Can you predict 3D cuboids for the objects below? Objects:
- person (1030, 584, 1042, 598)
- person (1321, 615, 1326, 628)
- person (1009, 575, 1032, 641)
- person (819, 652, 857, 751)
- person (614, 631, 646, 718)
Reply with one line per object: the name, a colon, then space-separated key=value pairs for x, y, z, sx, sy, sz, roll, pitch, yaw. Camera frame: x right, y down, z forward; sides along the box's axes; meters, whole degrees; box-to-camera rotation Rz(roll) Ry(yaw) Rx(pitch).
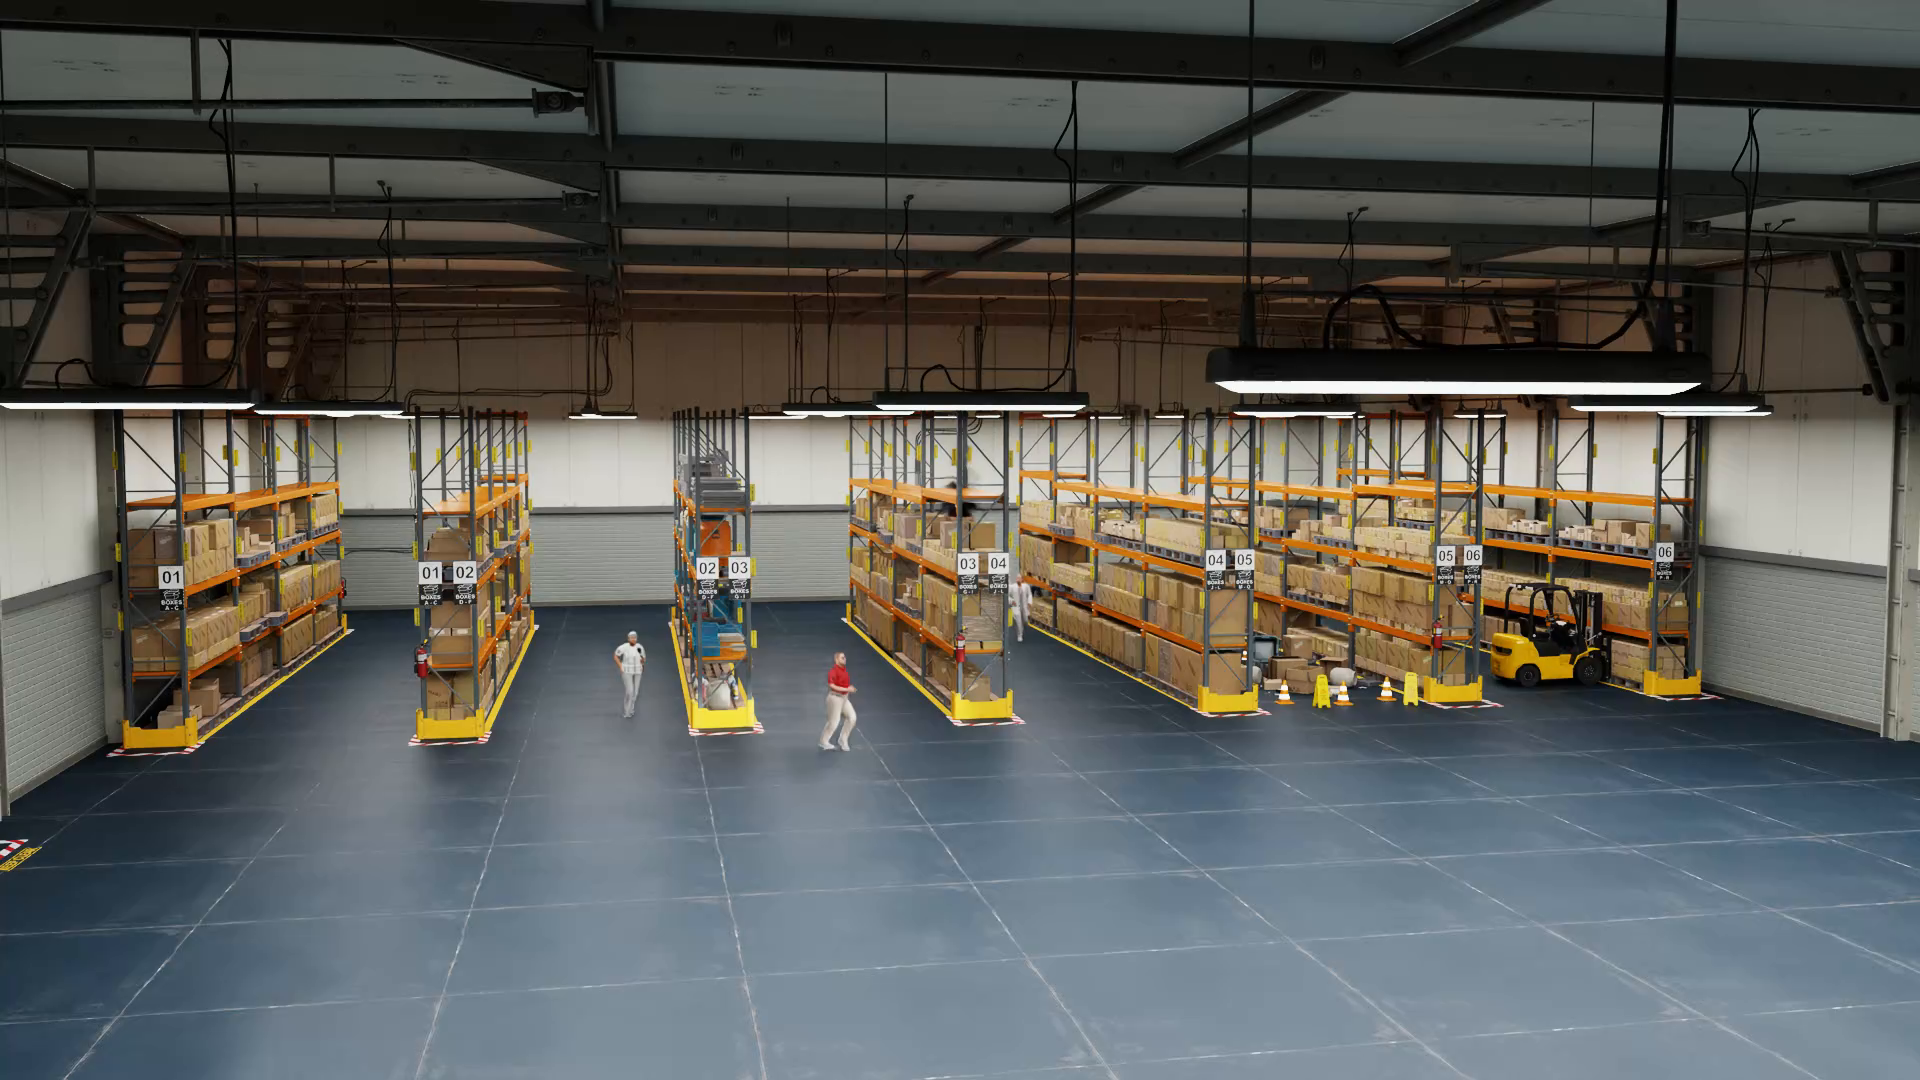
person: x=2.256 y=1.362 z=50.029 sx=0.831 sy=1.585 sz=0.614 roll=2 pitch=4 yaw=22
person: x=9.608 y=1.723 z=44.150 sx=0.709 sy=1.729 sz=0.770 roll=-1 pitch=4 yaw=-14
person: x=1.561 y=1.768 z=43.716 sx=0.730 sy=1.723 sz=0.640 roll=-1 pitch=4 yaw=-15
person: x=-2.086 y=2.837 z=28.886 sx=0.752 sy=1.800 sz=0.680 roll=2 pitch=4 yaw=25
person: x=-6.358 y=2.616 z=32.251 sx=0.579 sy=1.695 sz=0.692 roll=-2 pitch=5 yaw=-31
